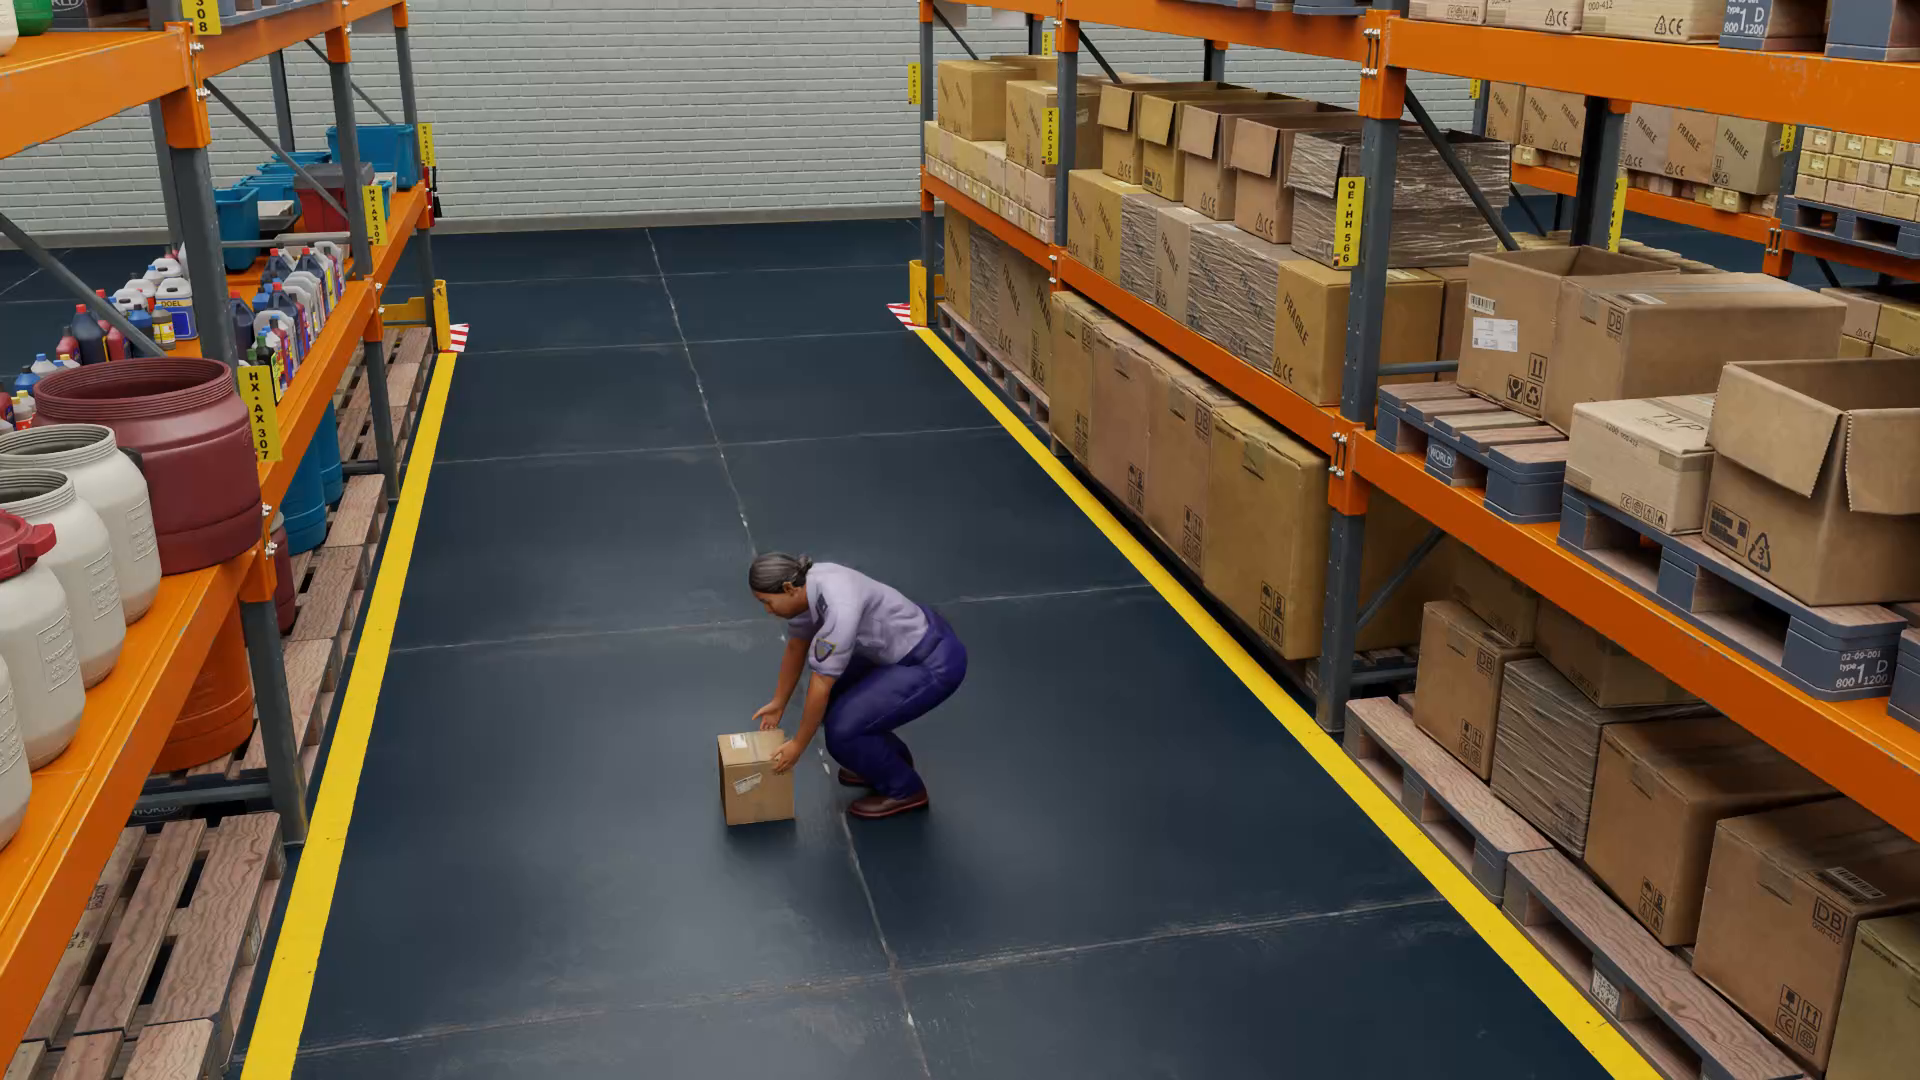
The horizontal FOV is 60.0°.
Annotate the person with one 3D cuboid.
[{"bbox_3d":[-0.294,0.529,6.165,0.637,0.949,0.530,-5,20,-13],"label":"person"}]
